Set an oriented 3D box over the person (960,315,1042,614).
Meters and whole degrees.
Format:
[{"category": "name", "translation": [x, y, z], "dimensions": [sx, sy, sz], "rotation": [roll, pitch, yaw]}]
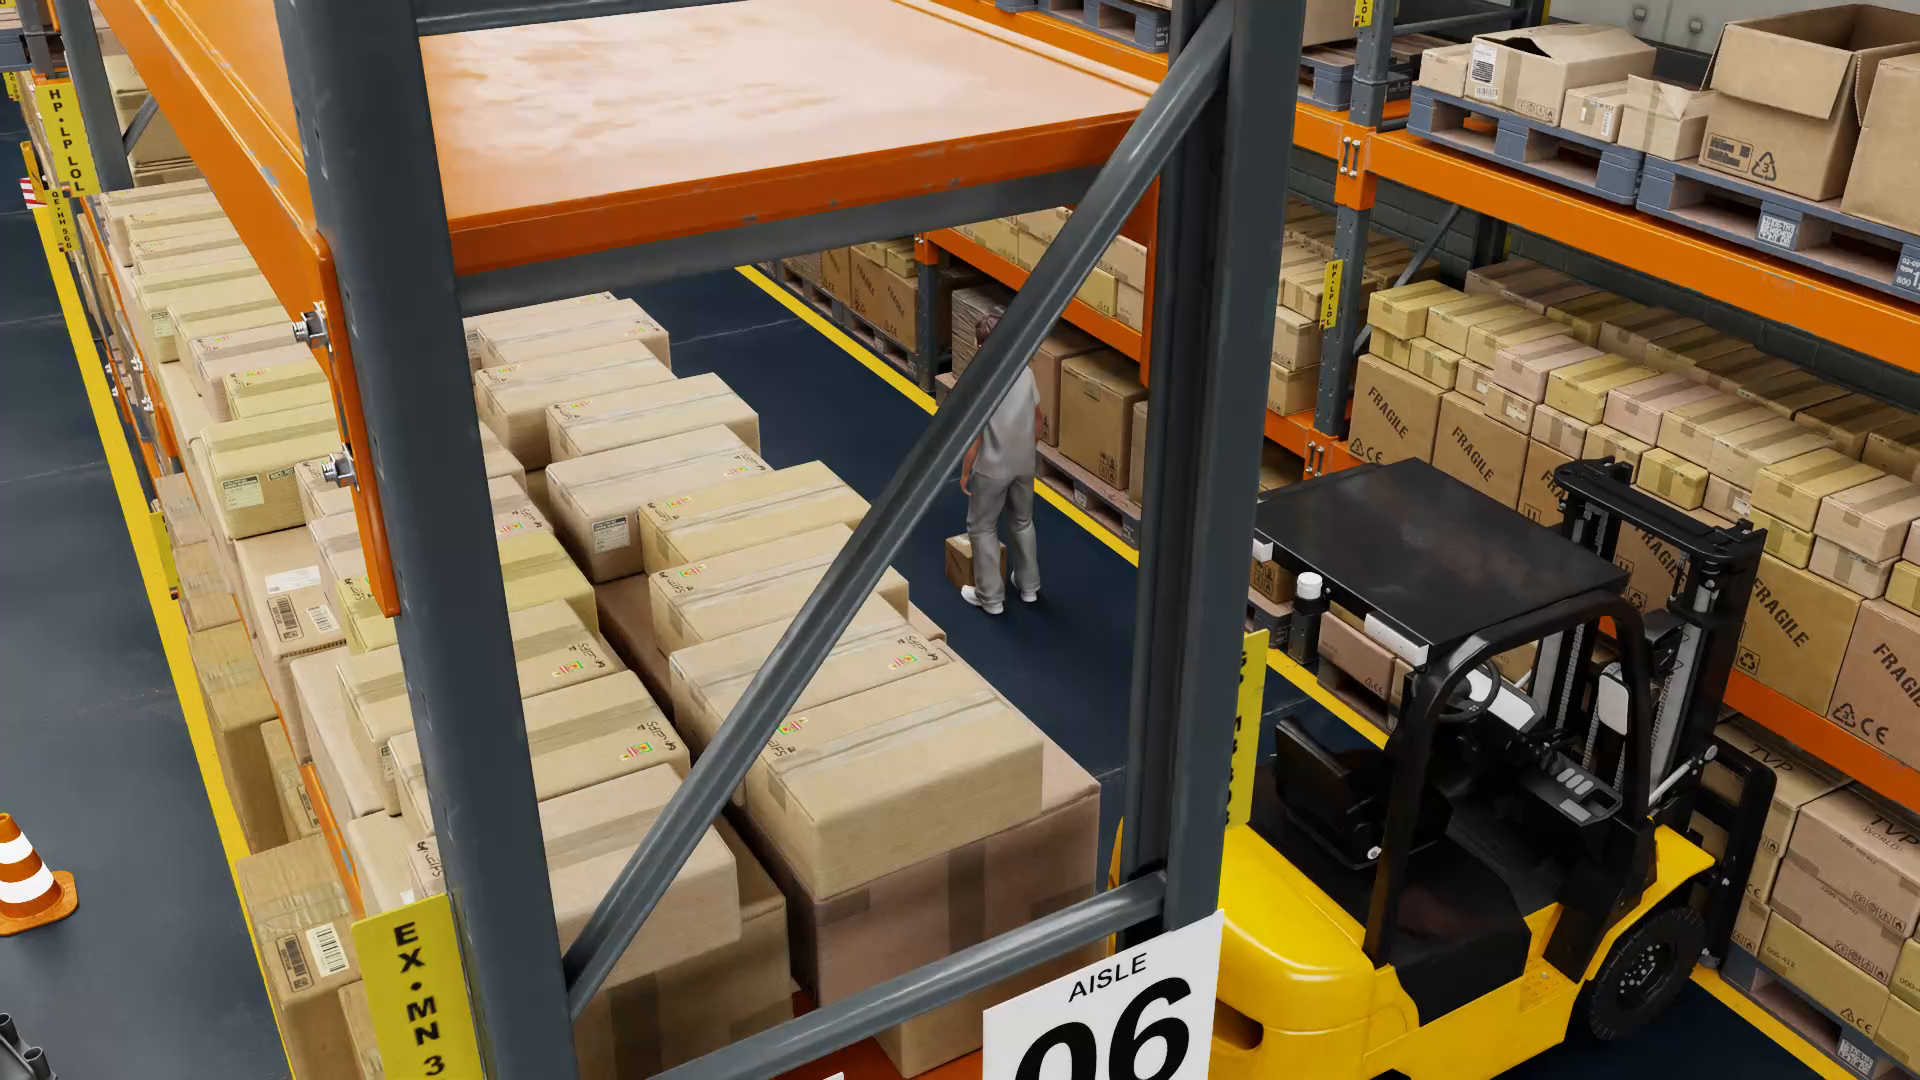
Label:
[{"category": "person", "translation": [0.221, -0.394, 8.836], "dimensions": [0.513, 1.671, 0.359], "rotation": [-18, 34, -29]}]
